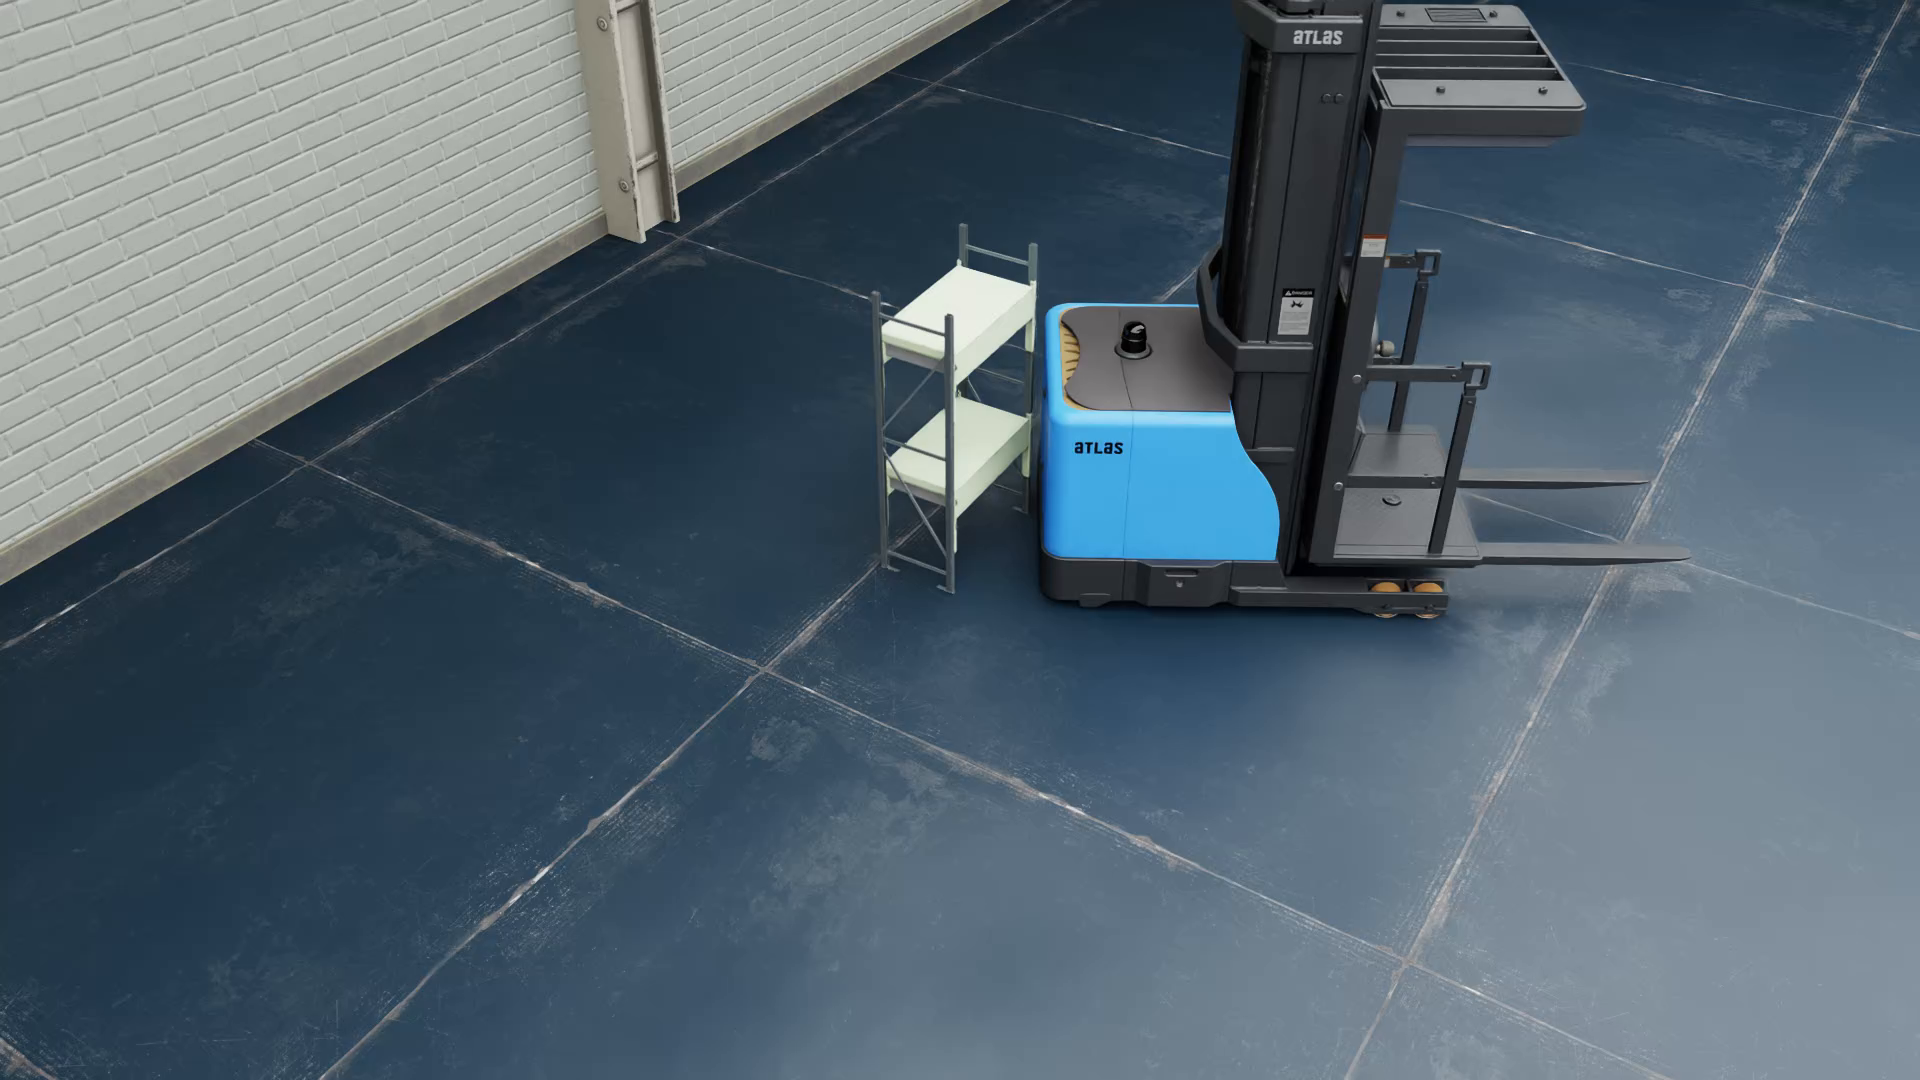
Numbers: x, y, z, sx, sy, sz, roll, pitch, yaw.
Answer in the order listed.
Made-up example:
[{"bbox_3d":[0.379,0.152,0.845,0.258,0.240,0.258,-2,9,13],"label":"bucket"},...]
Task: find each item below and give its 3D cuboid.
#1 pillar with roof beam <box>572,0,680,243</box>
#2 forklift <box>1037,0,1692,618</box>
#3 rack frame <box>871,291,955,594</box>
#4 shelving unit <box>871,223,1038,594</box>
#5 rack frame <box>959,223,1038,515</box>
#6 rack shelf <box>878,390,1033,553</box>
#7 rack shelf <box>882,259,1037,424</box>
[{"bbox_3d":[1.566,-4.207,6.276,9.100,9.000,0.400,21,42,25],"label":"pillar with roof beam"},{"bbox_3d":[1.896,-1.128,7.251,3.031,2.935,1.130,1,38,1],"label":"forklift"},{"bbox_3d":[-0.203,-0.404,7.485,0.400,1.500,0.023,20,42,24],"label":"rack frame"},{"bbox_3d":[-0.015,-0.596,7.734,0.431,1.500,0.755,20,42,24],"label":"shelving unit"},{"bbox_3d":[0.172,-0.788,7.983,0.400,1.500,0.023,20,42,24],"label":"rack frame"},{"bbox_3d":[-0.015,-0.338,7.933,0.431,0.370,0.720,20,42,24],"label":"rack shelf"},{"bbox_3d":[-0.015,-0.905,7.496,0.431,0.370,0.720,20,42,24],"label":"rack shelf"}]
